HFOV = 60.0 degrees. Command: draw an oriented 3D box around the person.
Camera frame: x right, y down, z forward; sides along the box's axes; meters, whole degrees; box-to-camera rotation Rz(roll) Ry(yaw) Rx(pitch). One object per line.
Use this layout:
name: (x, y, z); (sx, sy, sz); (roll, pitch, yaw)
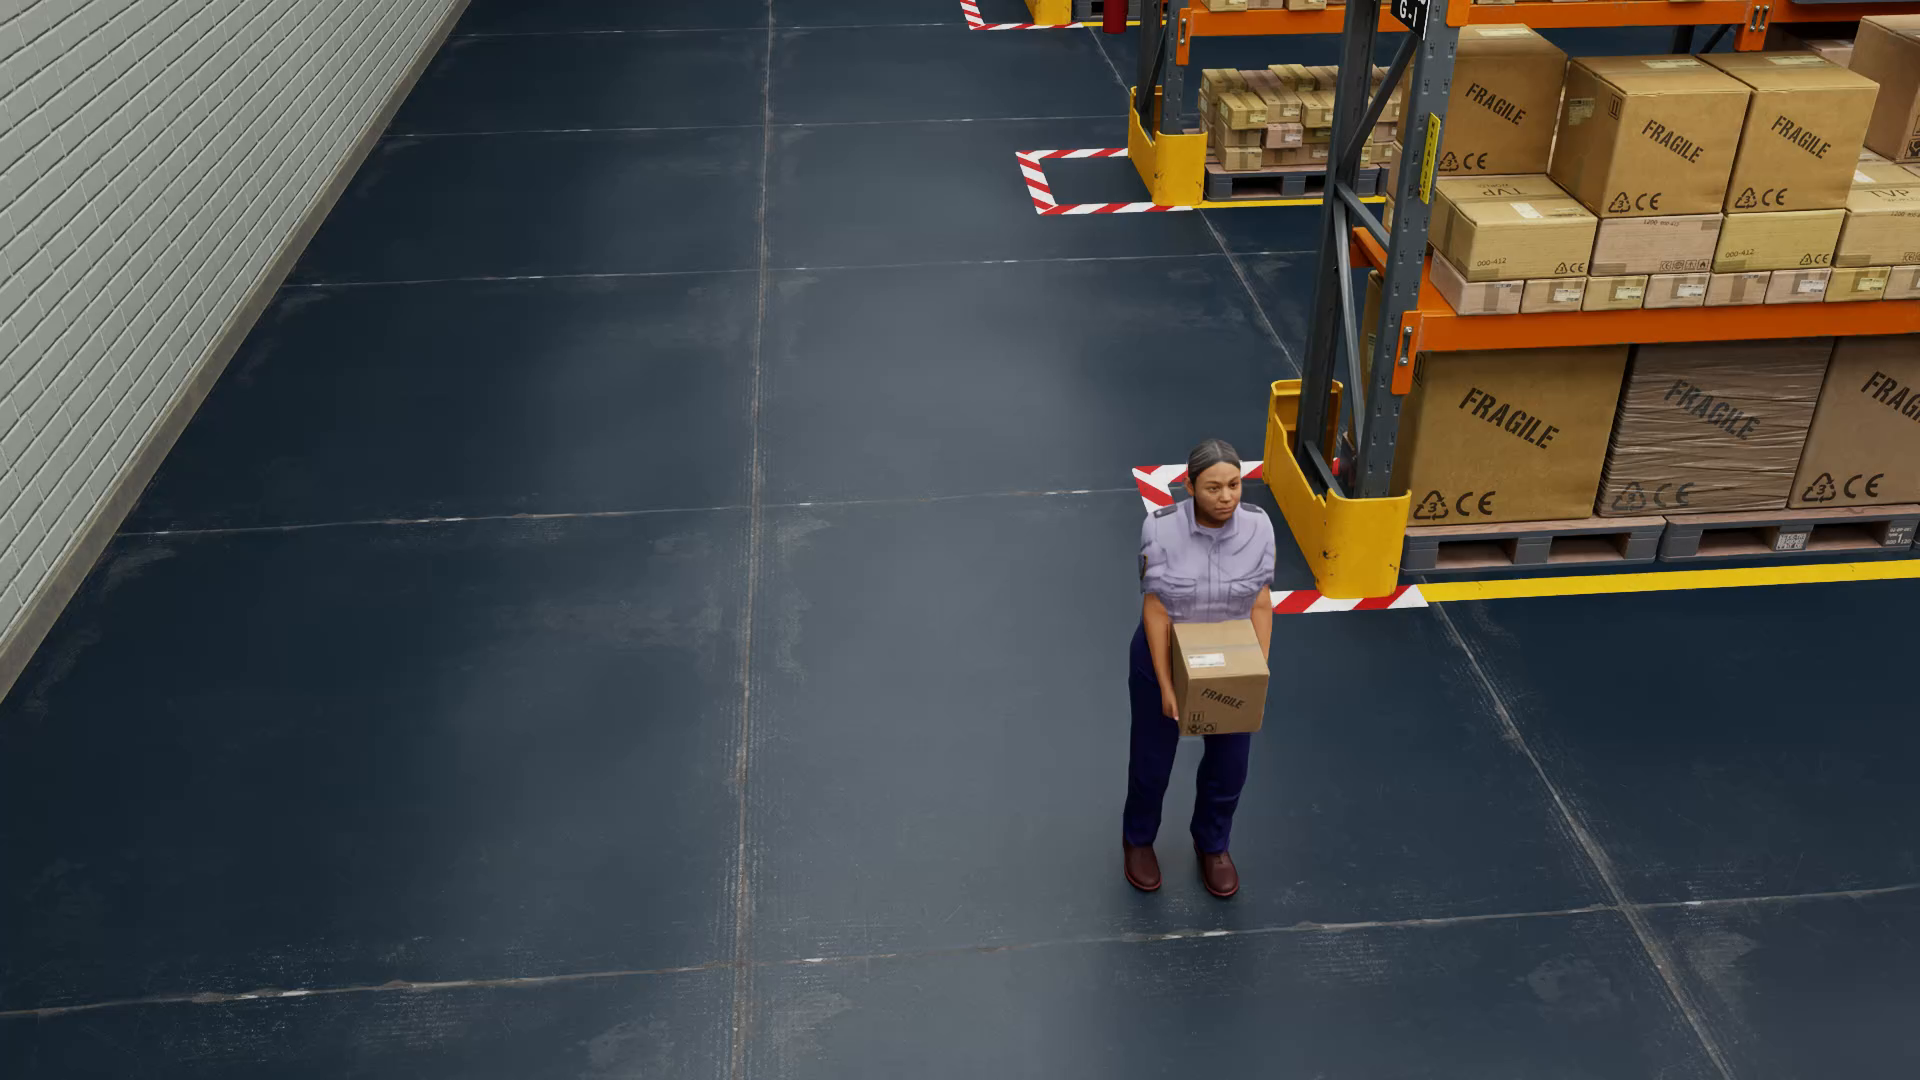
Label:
person: (0.788, 0.474, 5.389); (0.434, 1.633, 0.499); (-3, 31, -5)
